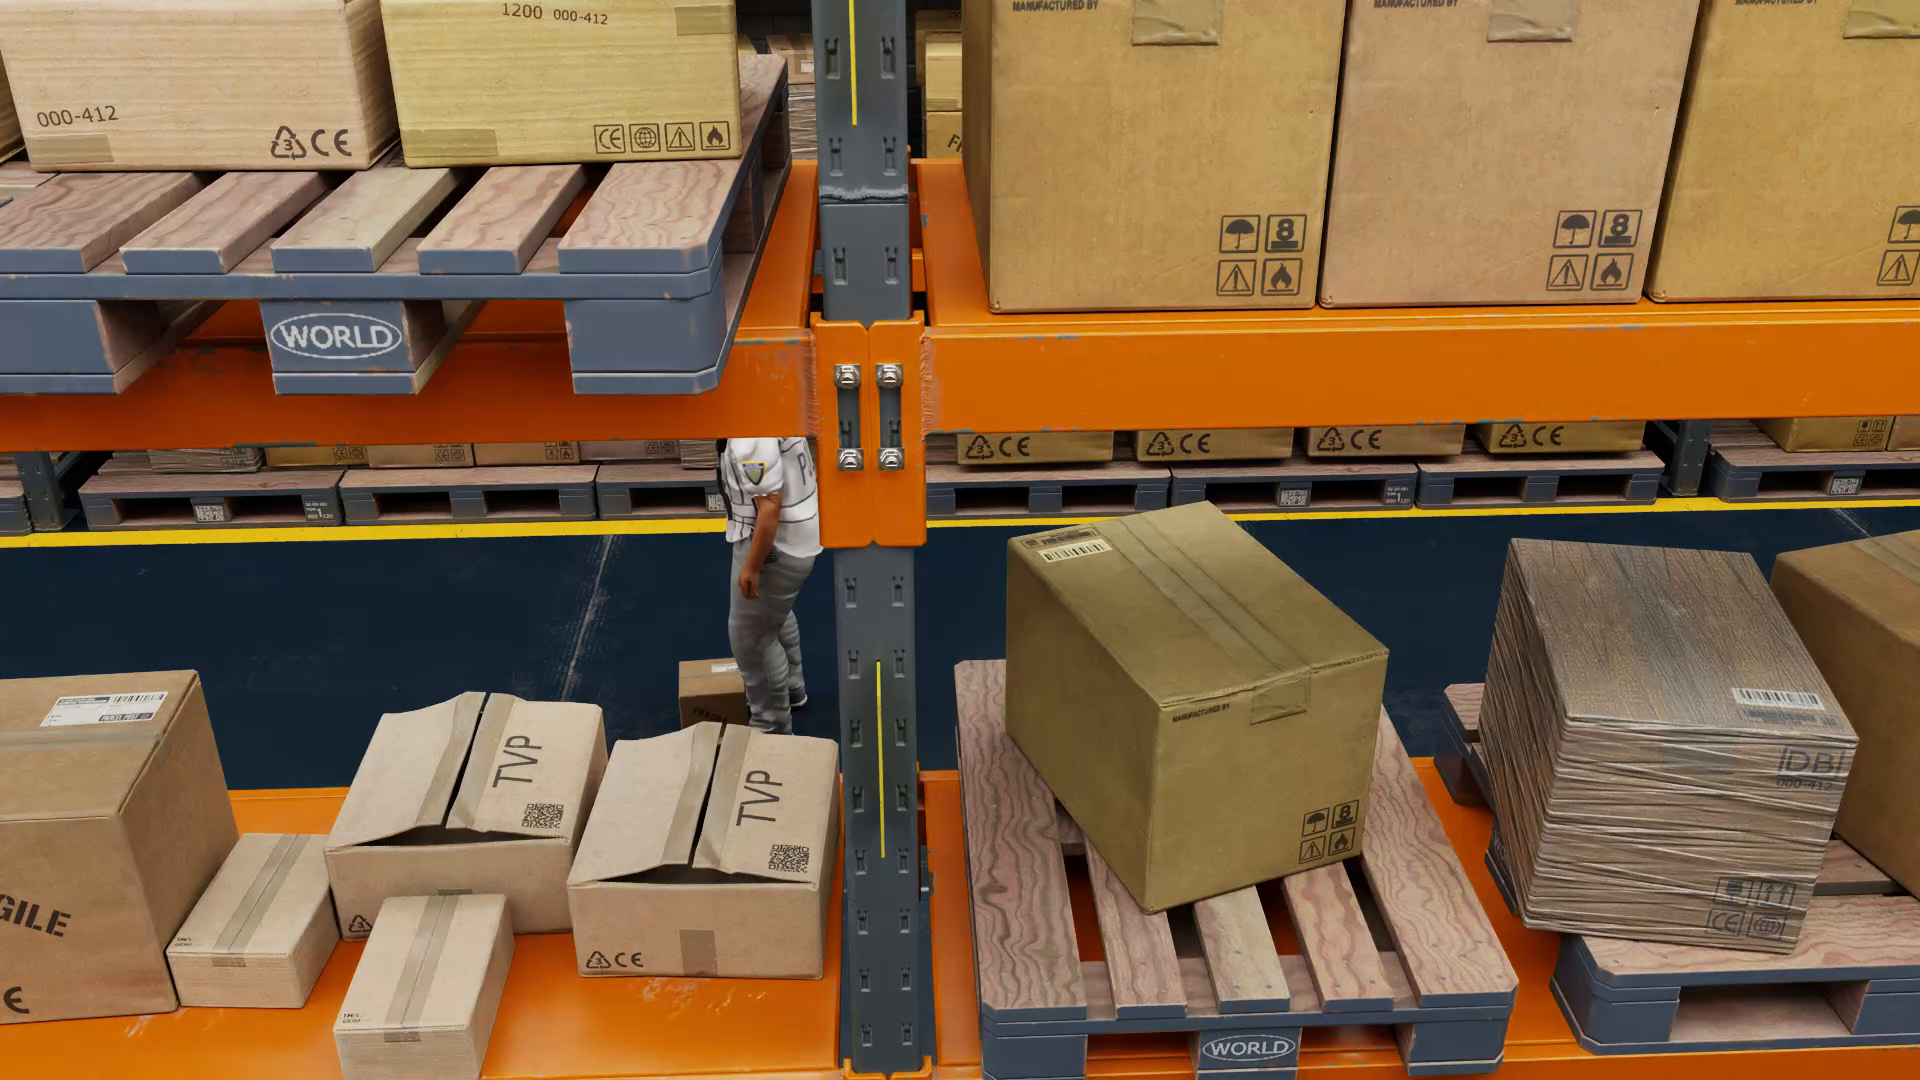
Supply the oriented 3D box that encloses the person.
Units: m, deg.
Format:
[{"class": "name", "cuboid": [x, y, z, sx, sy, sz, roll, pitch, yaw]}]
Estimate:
[{"class": "person", "cuboid": [-0.732, 0.000, 6.113, 0.466, 1.667, 0.539, -1, 28, -2]}]
